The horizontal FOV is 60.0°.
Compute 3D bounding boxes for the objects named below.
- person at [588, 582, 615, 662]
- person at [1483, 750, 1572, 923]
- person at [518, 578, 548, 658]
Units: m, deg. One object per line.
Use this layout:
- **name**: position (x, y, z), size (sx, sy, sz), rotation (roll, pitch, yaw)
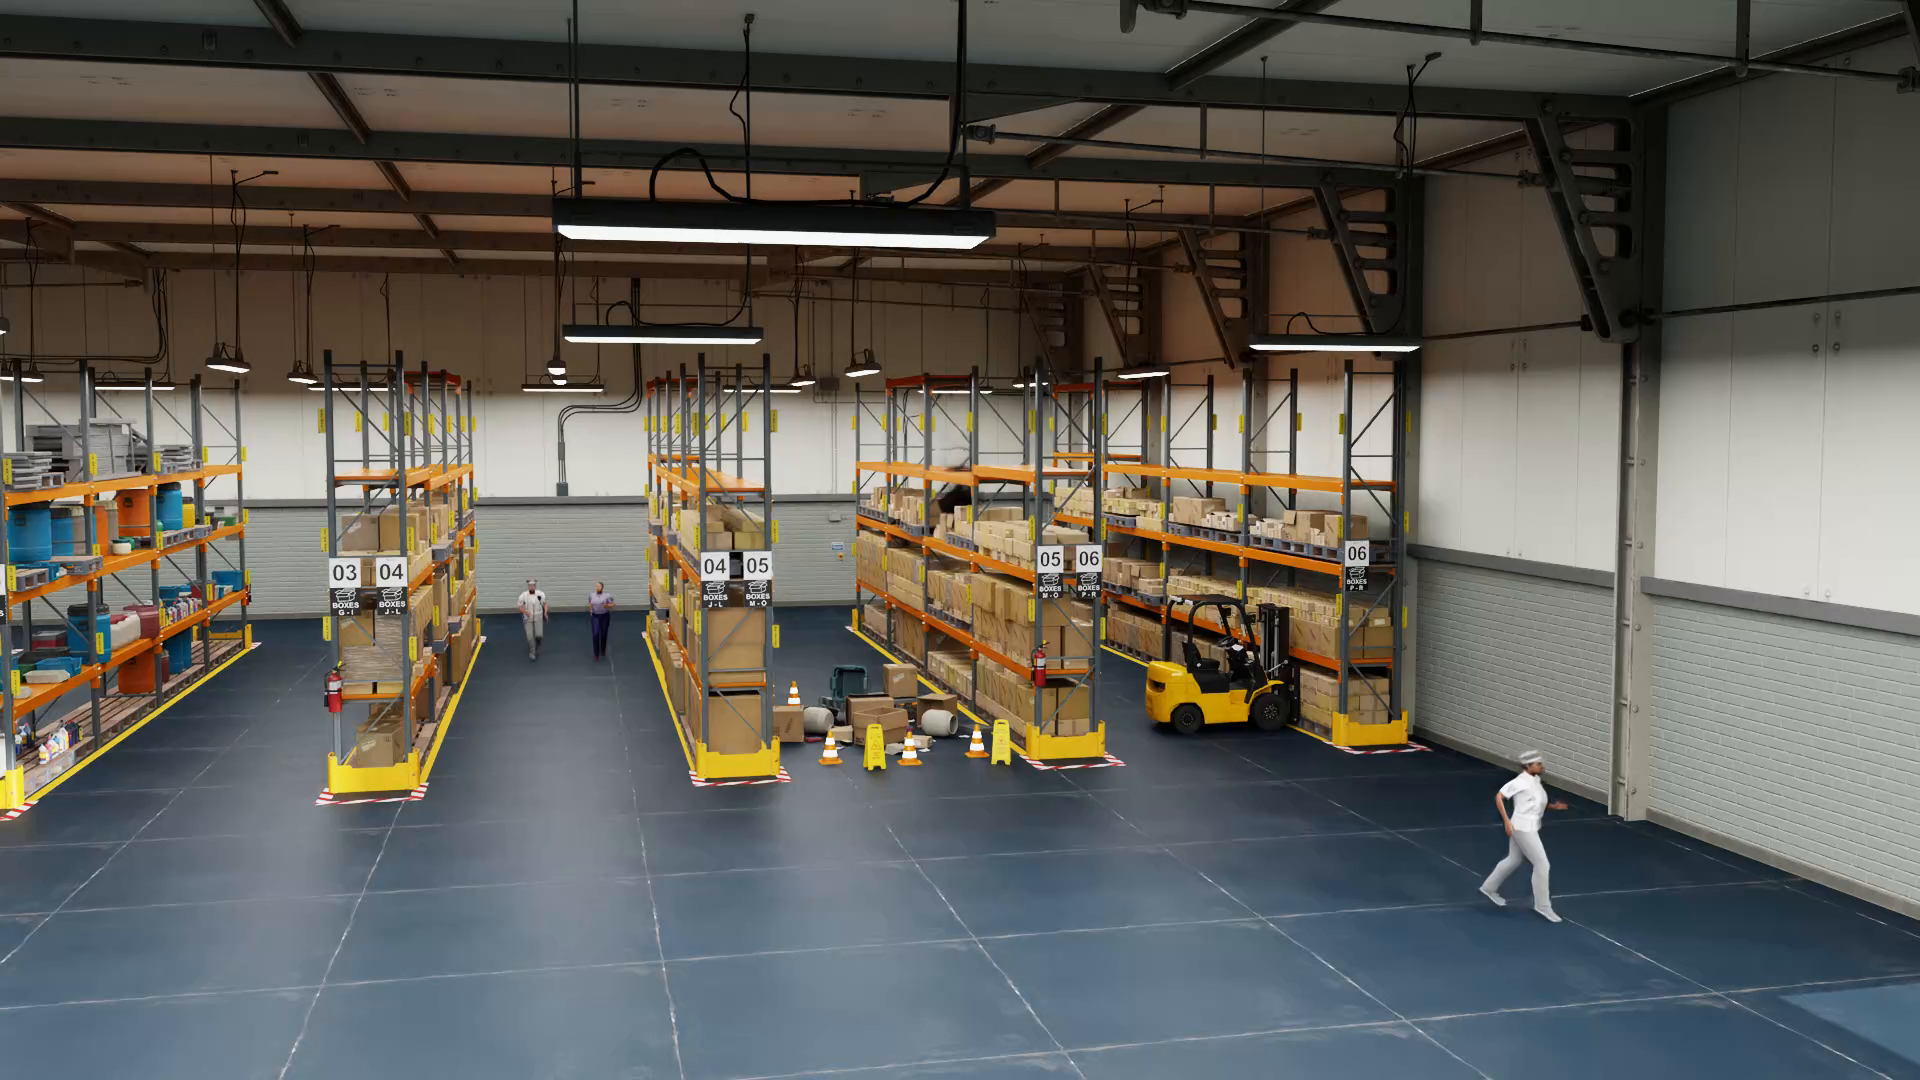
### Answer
- **person**: position (-7.631, 1.724, 35.433), size (0.583, 1.695, 0.829), rotation (-1, 4, -9)
- **person**: position (5.780, 2.964, 16.872), size (0.871, 1.717, 0.558), rotation (3, 5, 32)
- **person**: position (-9.063, 1.666, 35.328), size (0.641, 1.732, 0.730), rotation (-1, 4, -19)
